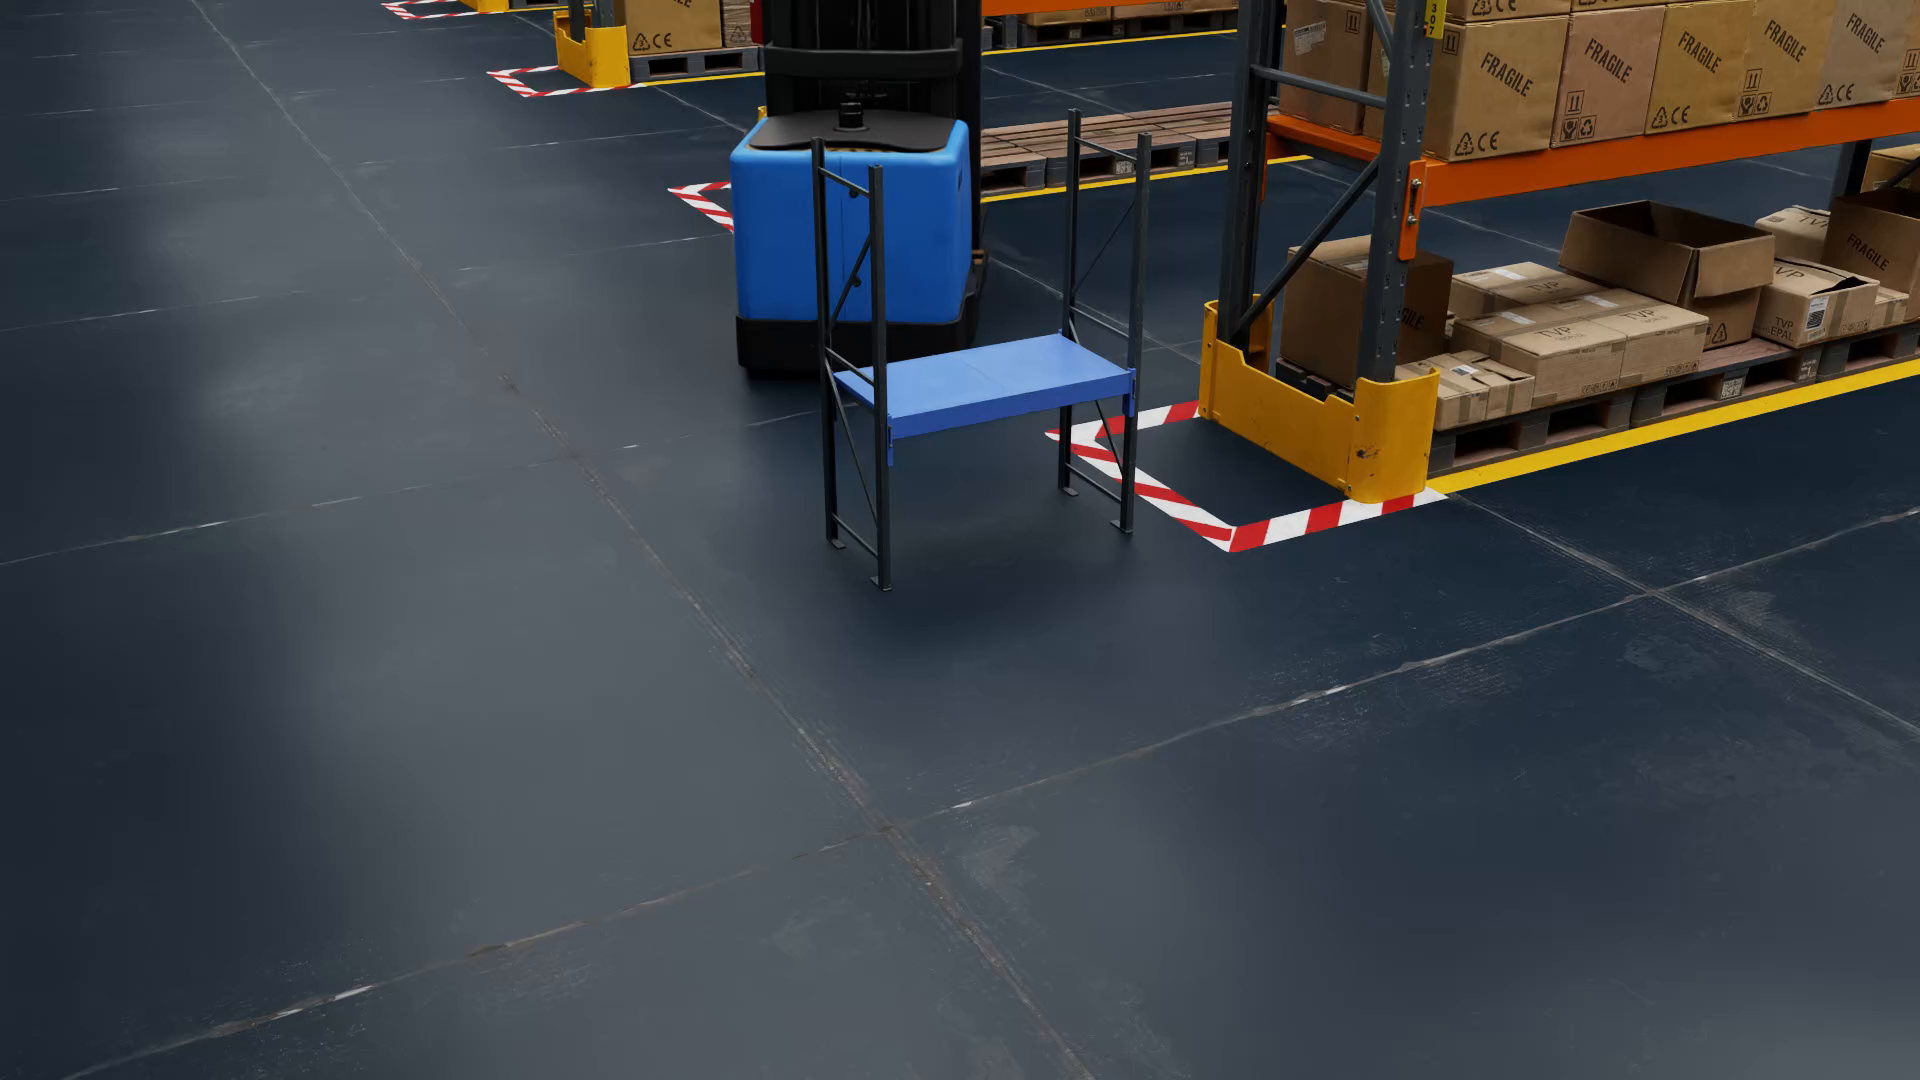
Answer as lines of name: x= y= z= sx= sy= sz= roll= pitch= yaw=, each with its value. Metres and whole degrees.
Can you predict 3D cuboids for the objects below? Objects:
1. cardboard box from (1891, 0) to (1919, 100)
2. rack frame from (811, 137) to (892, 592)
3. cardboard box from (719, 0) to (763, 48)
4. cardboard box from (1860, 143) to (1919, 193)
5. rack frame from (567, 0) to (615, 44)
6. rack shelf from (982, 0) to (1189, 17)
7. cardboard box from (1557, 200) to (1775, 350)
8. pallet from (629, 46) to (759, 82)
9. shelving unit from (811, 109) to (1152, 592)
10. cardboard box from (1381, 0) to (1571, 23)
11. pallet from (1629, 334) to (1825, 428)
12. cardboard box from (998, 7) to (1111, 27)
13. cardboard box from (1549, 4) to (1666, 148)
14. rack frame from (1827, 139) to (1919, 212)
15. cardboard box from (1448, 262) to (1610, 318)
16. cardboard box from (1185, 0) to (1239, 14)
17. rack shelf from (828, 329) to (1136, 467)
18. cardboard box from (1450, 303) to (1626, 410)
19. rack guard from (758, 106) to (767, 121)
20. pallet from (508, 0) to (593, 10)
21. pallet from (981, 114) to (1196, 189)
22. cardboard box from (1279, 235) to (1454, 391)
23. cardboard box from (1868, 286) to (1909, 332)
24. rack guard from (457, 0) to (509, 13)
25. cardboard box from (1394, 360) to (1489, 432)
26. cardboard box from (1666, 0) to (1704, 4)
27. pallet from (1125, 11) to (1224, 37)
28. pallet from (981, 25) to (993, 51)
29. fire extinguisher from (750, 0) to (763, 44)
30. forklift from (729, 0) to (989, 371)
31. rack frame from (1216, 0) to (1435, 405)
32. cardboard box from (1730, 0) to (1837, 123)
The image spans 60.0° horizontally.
cardboard box: x=4.154 y=-2.281 z=7.419 sx=0.500 sy=0.500 sz=0.500 roll=-12 pitch=28 yaw=-24
rack frame: x=-0.373 y=-0.590 z=5.746 sx=0.032 sy=1.500 sz=0.500 roll=-13 pitch=29 yaw=-25
cardboard box: x=-1.929 y=-5.088 z=15.351 sx=0.875 sy=0.875 sz=0.875 roll=-13 pitch=29 yaw=-25
cardboard box: x=5.229 y=-1.822 z=8.960 sx=0.500 sy=0.500 sz=0.500 roll=-13 pitch=29 yaw=-25
rack frame: x=-3.259 y=-5.510 z=14.261 sx=0.127 sy=3.000 sz=1.000 roll=-13 pitch=29 yaw=-25
rack shelf: x=0.836 y=-3.702 z=11.326 sx=4.000 sy=0.370 sz=1.077 roll=-13 pitch=29 yaw=-25
cardboard box: x=3.273 y=-1.229 z=7.721 sx=0.637 sy=0.503 sz=0.797 roll=-13 pitch=29 yaw=-25
pallet: x=-2.591 y=-4.446 z=15.266 sx=1.213 sy=0.211 sz=1.003 roll=-13 pitch=29 yaw=-25
shelving unit: x=0.075 y=-0.693 z=5.962 sx=1.048 sy=1.500 sz=0.538 roll=-13 pitch=29 yaw=-25
cardboard box: x=1.915 y=-2.212 z=6.120 sx=0.500 sy=0.500 sz=0.500 roll=-12 pitch=28 yaw=-24
pallet: x=3.244 y=-0.894 z=7.869 sx=1.213 sy=0.211 sz=1.003 roll=-13 pitch=29 yaw=-25
cardboard box: x=0.825 y=-5.695 z=16.615 sx=0.875 sy=0.875 sz=1.225 roll=-13 pitch=29 yaw=-25
cardboard box: x=2.367 y=-1.868 z=6.560 sx=0.500 sy=0.500 sz=0.500 roll=-13 pitch=29 yaw=-26
rack frame: x=4.928 y=-2.541 z=8.077 sx=0.127 sy=3.000 sz=1.000 roll=-13 pitch=29 yaw=-25
cardboard box: x=2.615 y=-1.072 z=7.686 sx=0.500 sy=0.250 sz=0.500 roll=-13 pitch=29 yaw=-25
cardboard box: x=2.391 y=-6.060 z=17.376 sx=0.875 sy=0.875 sz=1.225 roll=-13 pitch=29 yaw=-25
rack shelf: x=0.075 y=-0.531 z=6.039 sx=1.000 sy=0.185 sz=0.538 roll=-13 pitch=29 yaw=-25
cardboard box: x=2.453 y=-0.789 z=7.097 sx=0.500 sy=0.250 sz=0.500 roll=-13 pitch=29 yaw=-25
rack guard: x=-0.944 y=-2.482 z=10.842 sx=0.348 sy=0.500 sz=1.175 roll=-13 pitch=29 yaw=-25
pallet: x=-4.704 y=-6.336 z=19.202 sx=1.213 sy=0.211 sz=1.003 roll=-13 pitch=29 yaw=-25
pallet: x=0.892 y=-2.762 z=11.758 sx=1.213 sy=0.211 sz=1.003 roll=-13 pitch=29 yaw=-25
cardboard box: x=1.763 y=-1.003 z=7.252 sx=0.500 sy=0.500 sz=0.500 roll=-13 pitch=29 yaw=-25
cardboard box: x=4.256 y=-1.130 z=7.924 sx=0.250 sy=0.149 sz=0.380 roll=-13 pitch=29 yaw=-25
rack guard: x=-5.437 y=-6.314 z=18.823 sx=0.348 sy=0.500 sz=1.175 roll=-13 pitch=29 yaw=-25
cardboard box: x=1.930 y=-0.593 z=6.806 sx=0.250 sy=0.149 sz=0.380 roll=-13 pitch=29 yaw=-25
cardboard box: x=2.816 y=-2.421 z=6.556 sx=0.500 sy=0.500 sz=0.500 roll=-13 pitch=28 yaw=-24
pallet: x=1.993 y=-5.504 z=17.470 sx=1.213 sy=0.211 sz=1.003 roll=-13 pitch=29 yaw=-25
pallet: x=-0.438 y=-4.943 z=16.301 sx=1.213 sy=0.211 sz=1.003 roll=-13 pitch=29 yaw=-25
fire extinguisher: x=-1.276 y=-3.559 z=10.717 sx=0.183 sy=0.674 sz=0.296 roll=-13 pitch=29 yaw=-25
forklift: x=-0.418 y=-2.690 z=8.467 sx=1.130 sy=2.935 sz=3.031 roll=2 pitch=26 yaw=4
rack frame: x=1.399 y=-1.726 z=6.380 sx=0.127 sy=3.000 sz=1.000 roll=-13 pitch=29 yaw=-25
cardboard box: x=3.253 y=-2.070 z=6.981 sx=0.500 sy=0.500 sz=0.500 roll=-13 pitch=28 yaw=-24
